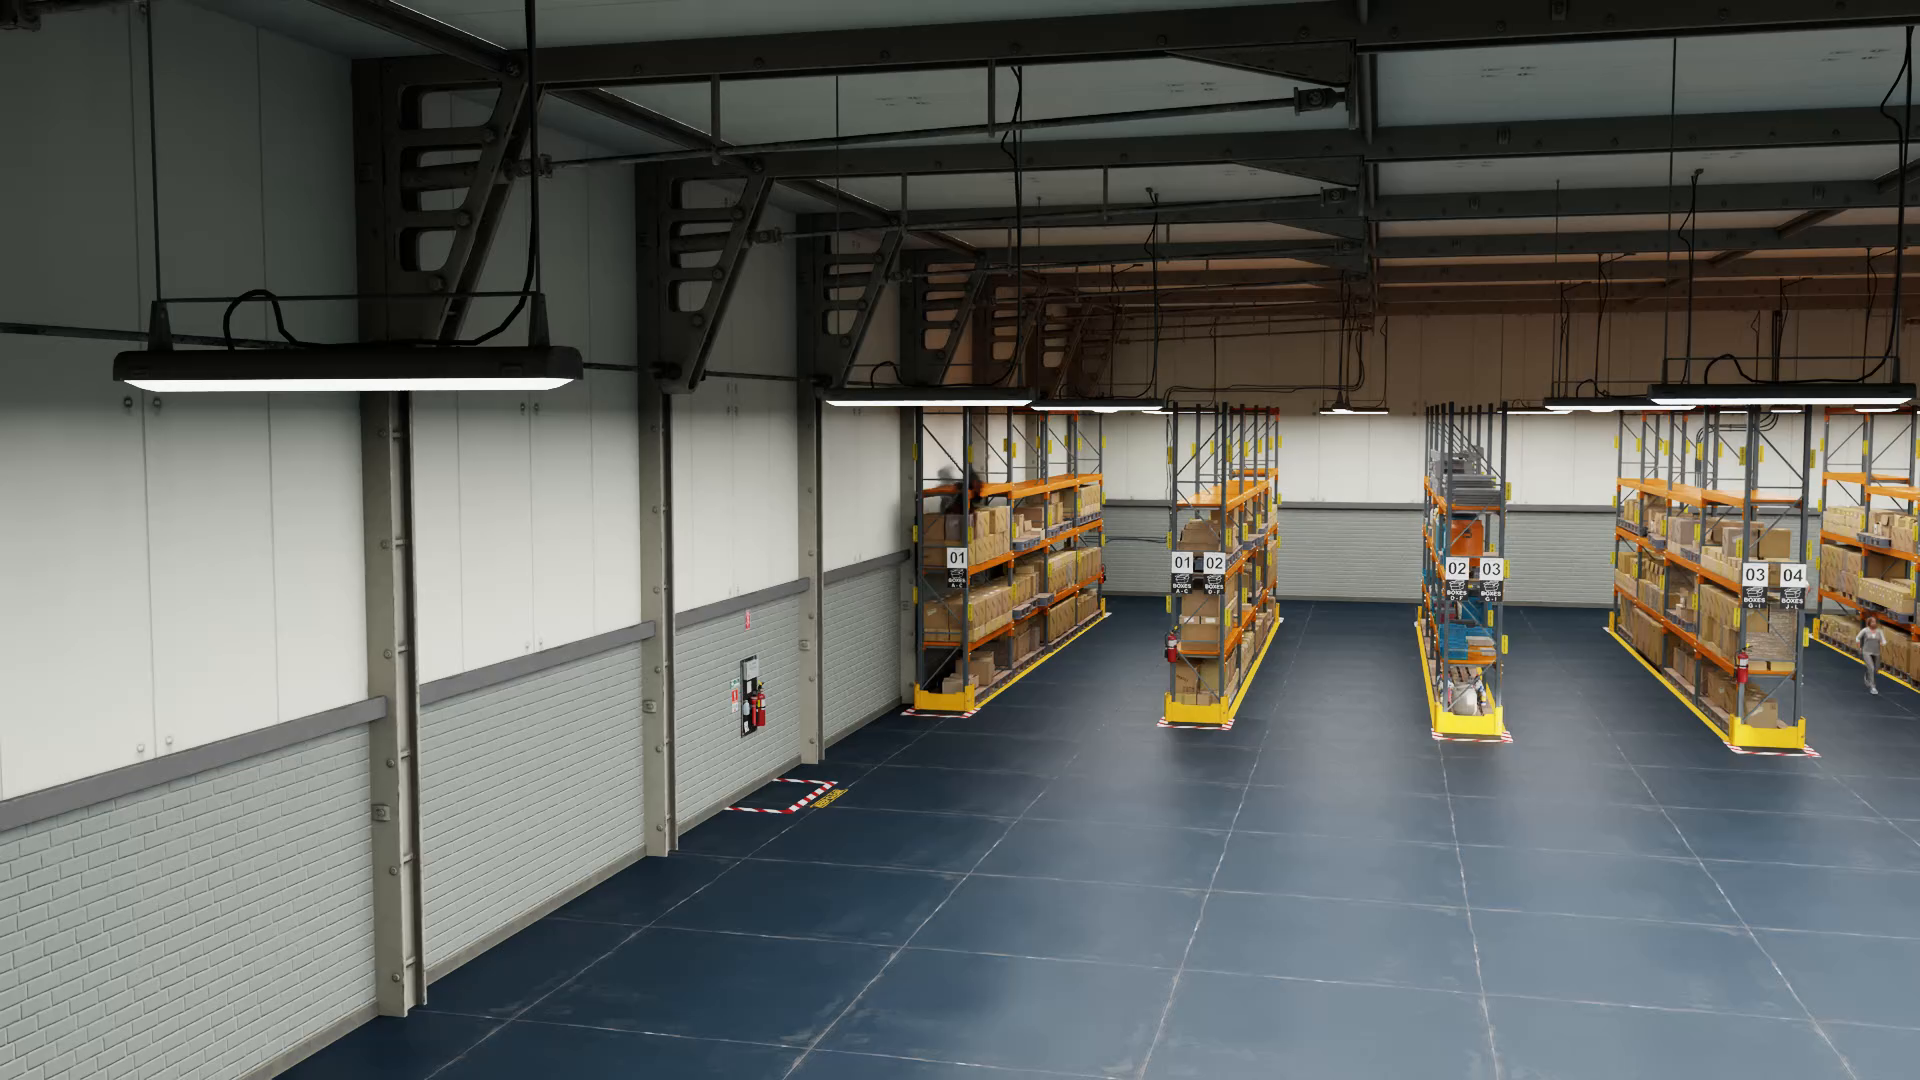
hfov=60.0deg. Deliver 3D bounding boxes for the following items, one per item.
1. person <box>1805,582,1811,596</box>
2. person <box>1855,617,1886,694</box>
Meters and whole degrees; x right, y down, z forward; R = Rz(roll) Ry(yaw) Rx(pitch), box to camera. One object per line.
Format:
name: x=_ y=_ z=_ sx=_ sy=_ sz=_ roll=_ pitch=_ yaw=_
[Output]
person: x=22.279 y=1.618 z=44.413 sx=0.785 sy=1.770 sz=0.806 roll=-1 pitch=4 yaw=-7
person: x=18.912 y=2.372 z=34.531 sx=0.538 sy=1.575 sz=0.804 roll=1 pitch=4 yaw=11
